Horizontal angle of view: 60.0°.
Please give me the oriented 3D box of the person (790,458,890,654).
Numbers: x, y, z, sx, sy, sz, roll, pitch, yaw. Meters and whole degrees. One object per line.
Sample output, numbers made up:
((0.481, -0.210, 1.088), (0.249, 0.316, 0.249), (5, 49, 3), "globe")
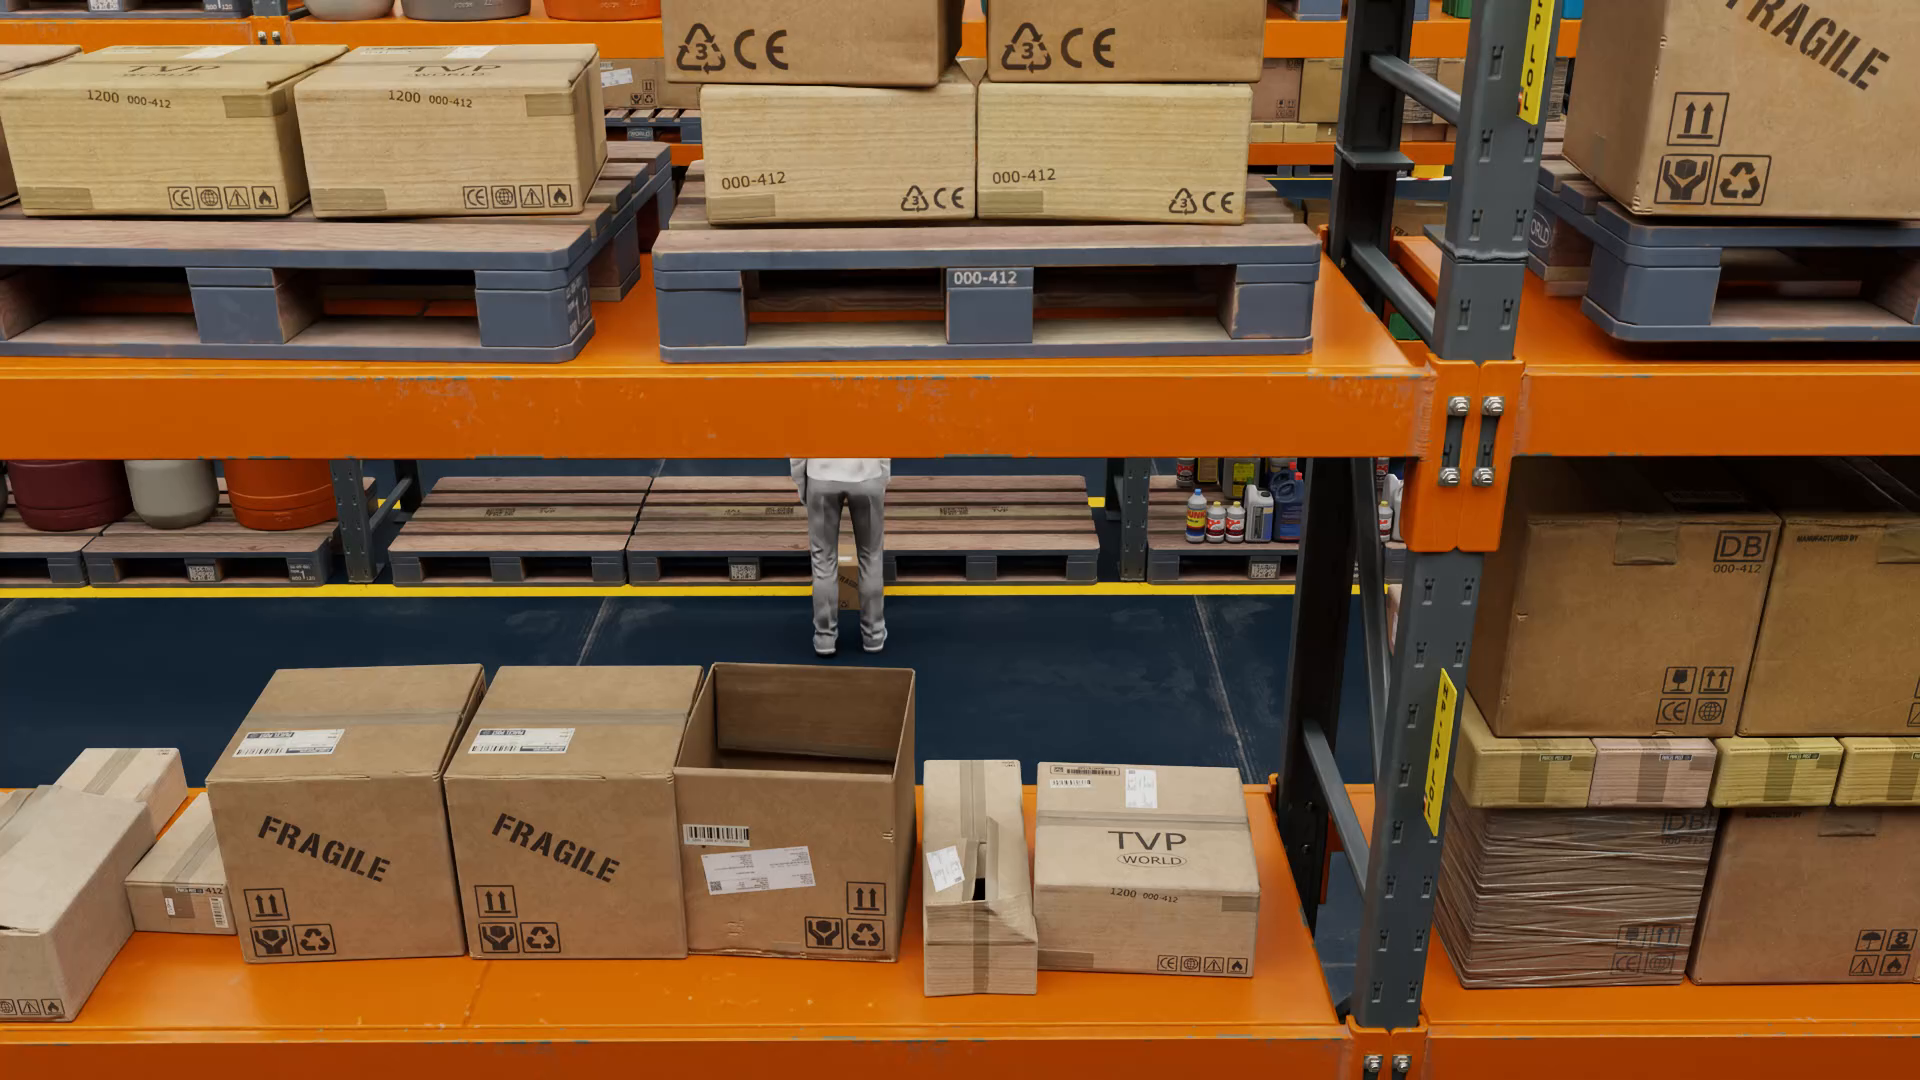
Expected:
((-0.546, -0.260, 7.685), (0.466, 1.701, 0.343), (0, 24, 1), "person")
